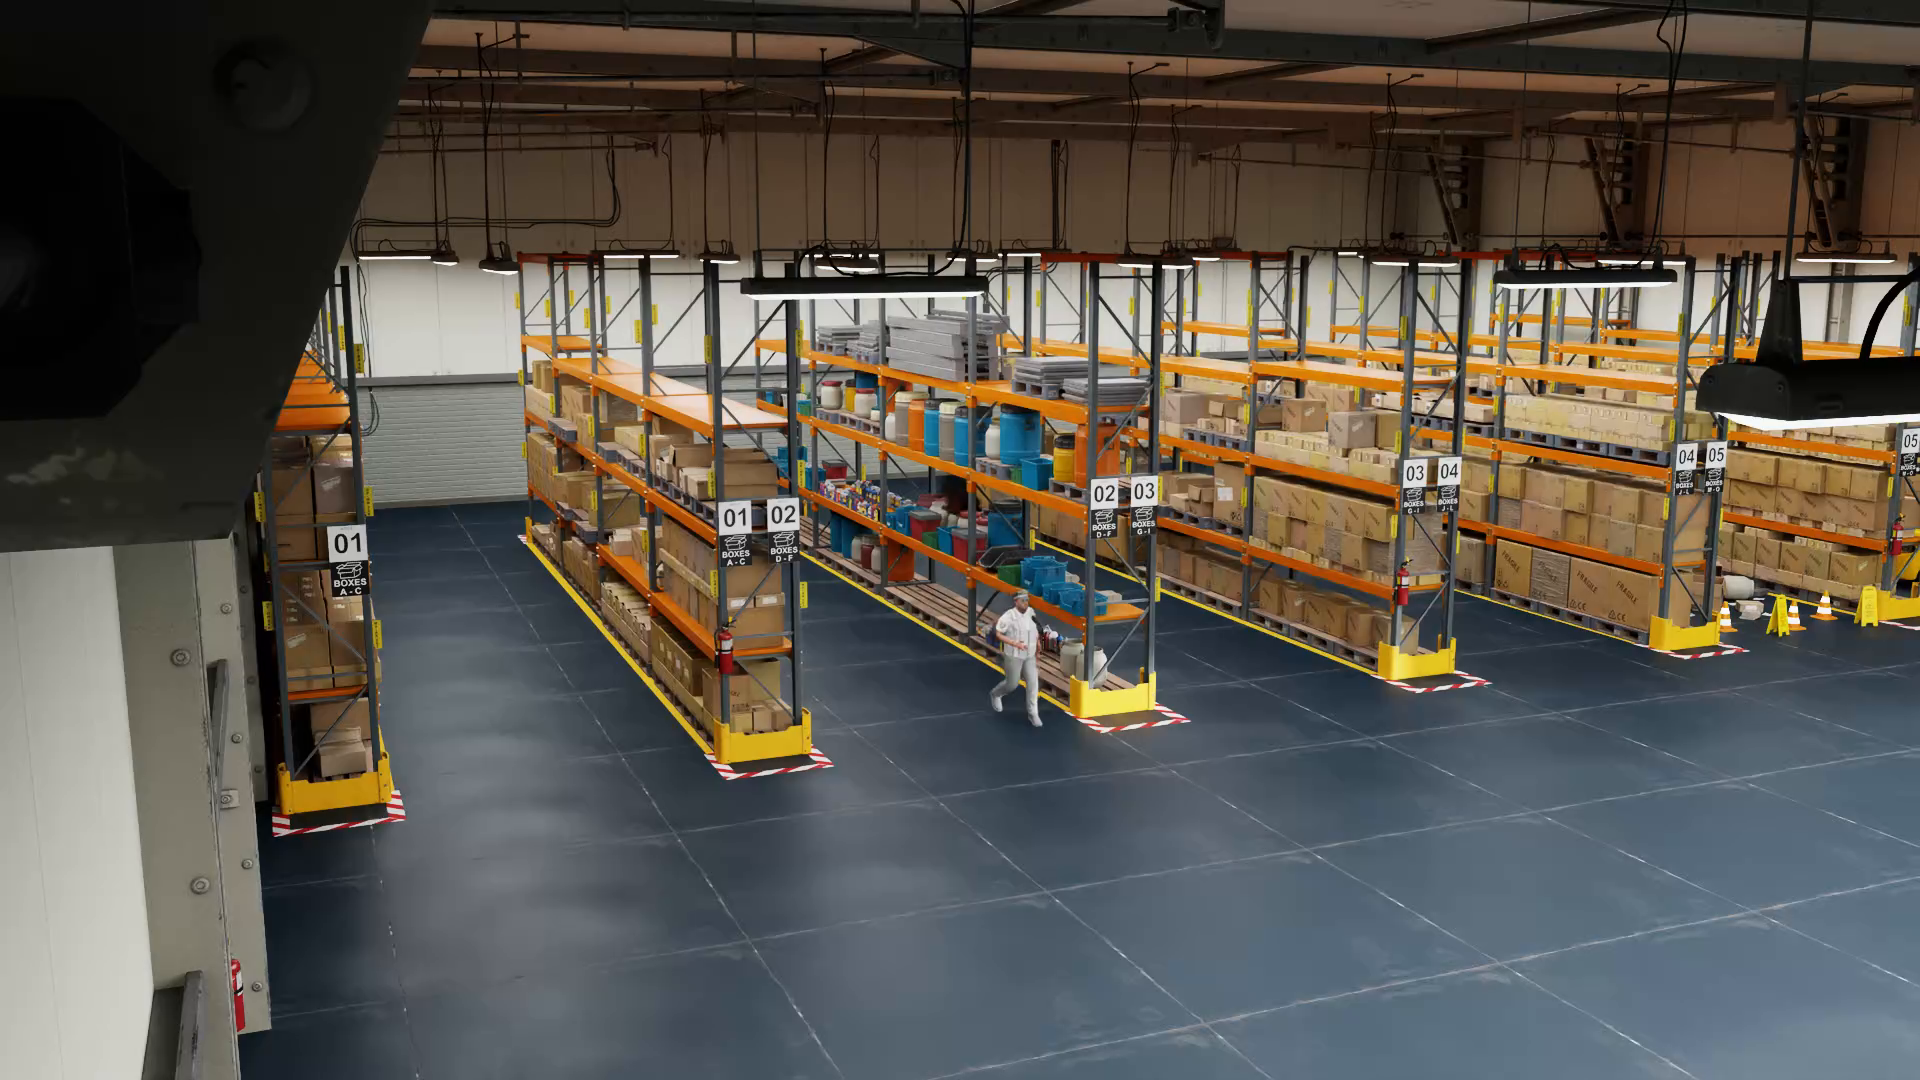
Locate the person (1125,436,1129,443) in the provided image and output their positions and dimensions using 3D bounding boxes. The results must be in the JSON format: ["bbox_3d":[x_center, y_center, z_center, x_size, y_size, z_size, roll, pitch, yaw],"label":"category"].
[{"bbox_3d":[4.267,-1.949,41.324,0.737,1.646,0.696,-6,12,-29],"label":"person"}]

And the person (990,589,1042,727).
[{"bbox_3d":[0.777,1.513,21.920,0.716,1.807,0.907,-7,12,-32],"label":"person"}]
